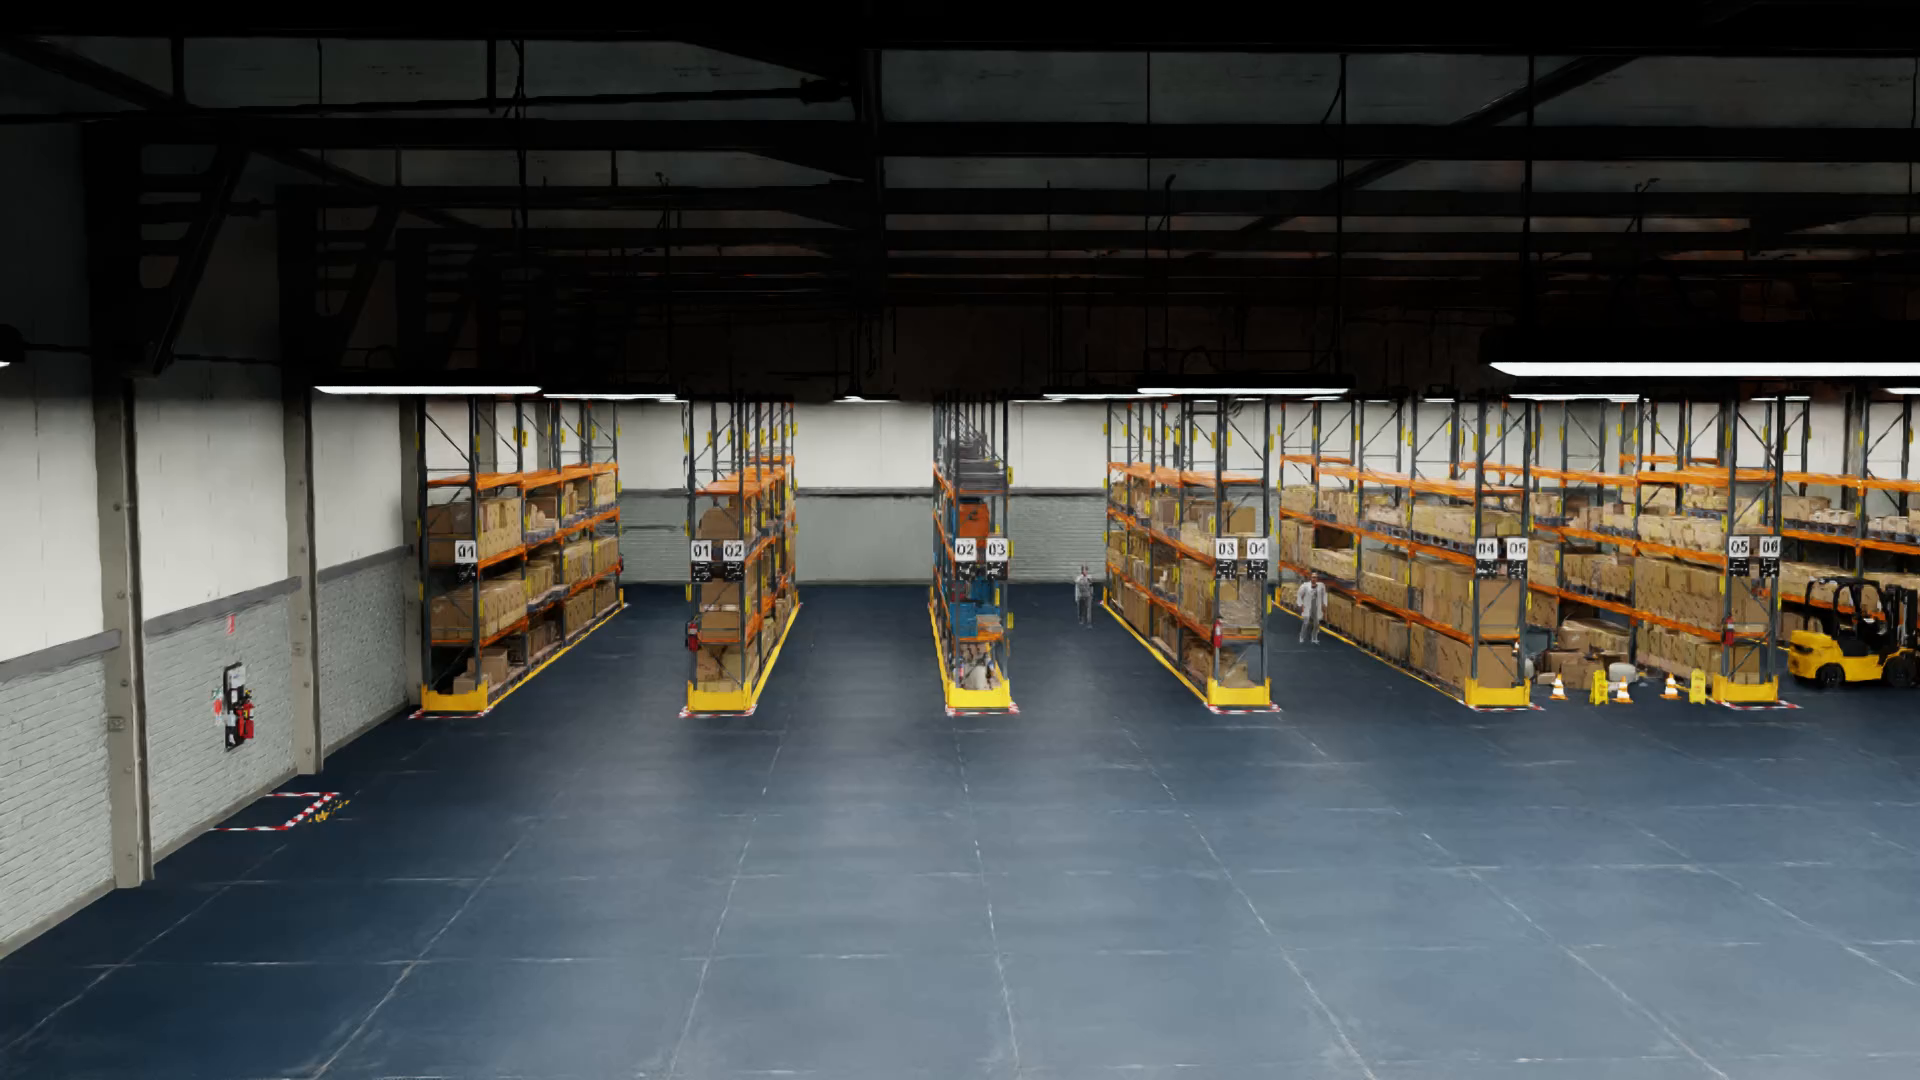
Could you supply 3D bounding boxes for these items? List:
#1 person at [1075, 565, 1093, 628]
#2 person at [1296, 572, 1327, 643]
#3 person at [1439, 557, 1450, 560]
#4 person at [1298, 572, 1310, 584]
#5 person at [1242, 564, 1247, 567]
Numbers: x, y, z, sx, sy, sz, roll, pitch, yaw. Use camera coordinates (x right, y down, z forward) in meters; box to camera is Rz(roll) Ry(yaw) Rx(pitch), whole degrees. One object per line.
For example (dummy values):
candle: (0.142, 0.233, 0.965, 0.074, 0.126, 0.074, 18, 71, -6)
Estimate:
person: (3.190, 1.425, 42.750, 0.495, 1.589, 1.086, 0, 5, 0)
person: (8.409, 1.619, 39.783, 0.729, 1.733, 0.546, 0, 5, -3)
person: (13.241, 1.181, 45.614, 0.571, 1.643, 0.627, 0, 5, 3)
person: (10.200, 0.899, 49.039, 0.587, 1.654, 0.501, -3, 6, -35)
person: (8.009, 1.051, 46.469, 0.494, 1.748, 0.644, -1, 5, -6)
